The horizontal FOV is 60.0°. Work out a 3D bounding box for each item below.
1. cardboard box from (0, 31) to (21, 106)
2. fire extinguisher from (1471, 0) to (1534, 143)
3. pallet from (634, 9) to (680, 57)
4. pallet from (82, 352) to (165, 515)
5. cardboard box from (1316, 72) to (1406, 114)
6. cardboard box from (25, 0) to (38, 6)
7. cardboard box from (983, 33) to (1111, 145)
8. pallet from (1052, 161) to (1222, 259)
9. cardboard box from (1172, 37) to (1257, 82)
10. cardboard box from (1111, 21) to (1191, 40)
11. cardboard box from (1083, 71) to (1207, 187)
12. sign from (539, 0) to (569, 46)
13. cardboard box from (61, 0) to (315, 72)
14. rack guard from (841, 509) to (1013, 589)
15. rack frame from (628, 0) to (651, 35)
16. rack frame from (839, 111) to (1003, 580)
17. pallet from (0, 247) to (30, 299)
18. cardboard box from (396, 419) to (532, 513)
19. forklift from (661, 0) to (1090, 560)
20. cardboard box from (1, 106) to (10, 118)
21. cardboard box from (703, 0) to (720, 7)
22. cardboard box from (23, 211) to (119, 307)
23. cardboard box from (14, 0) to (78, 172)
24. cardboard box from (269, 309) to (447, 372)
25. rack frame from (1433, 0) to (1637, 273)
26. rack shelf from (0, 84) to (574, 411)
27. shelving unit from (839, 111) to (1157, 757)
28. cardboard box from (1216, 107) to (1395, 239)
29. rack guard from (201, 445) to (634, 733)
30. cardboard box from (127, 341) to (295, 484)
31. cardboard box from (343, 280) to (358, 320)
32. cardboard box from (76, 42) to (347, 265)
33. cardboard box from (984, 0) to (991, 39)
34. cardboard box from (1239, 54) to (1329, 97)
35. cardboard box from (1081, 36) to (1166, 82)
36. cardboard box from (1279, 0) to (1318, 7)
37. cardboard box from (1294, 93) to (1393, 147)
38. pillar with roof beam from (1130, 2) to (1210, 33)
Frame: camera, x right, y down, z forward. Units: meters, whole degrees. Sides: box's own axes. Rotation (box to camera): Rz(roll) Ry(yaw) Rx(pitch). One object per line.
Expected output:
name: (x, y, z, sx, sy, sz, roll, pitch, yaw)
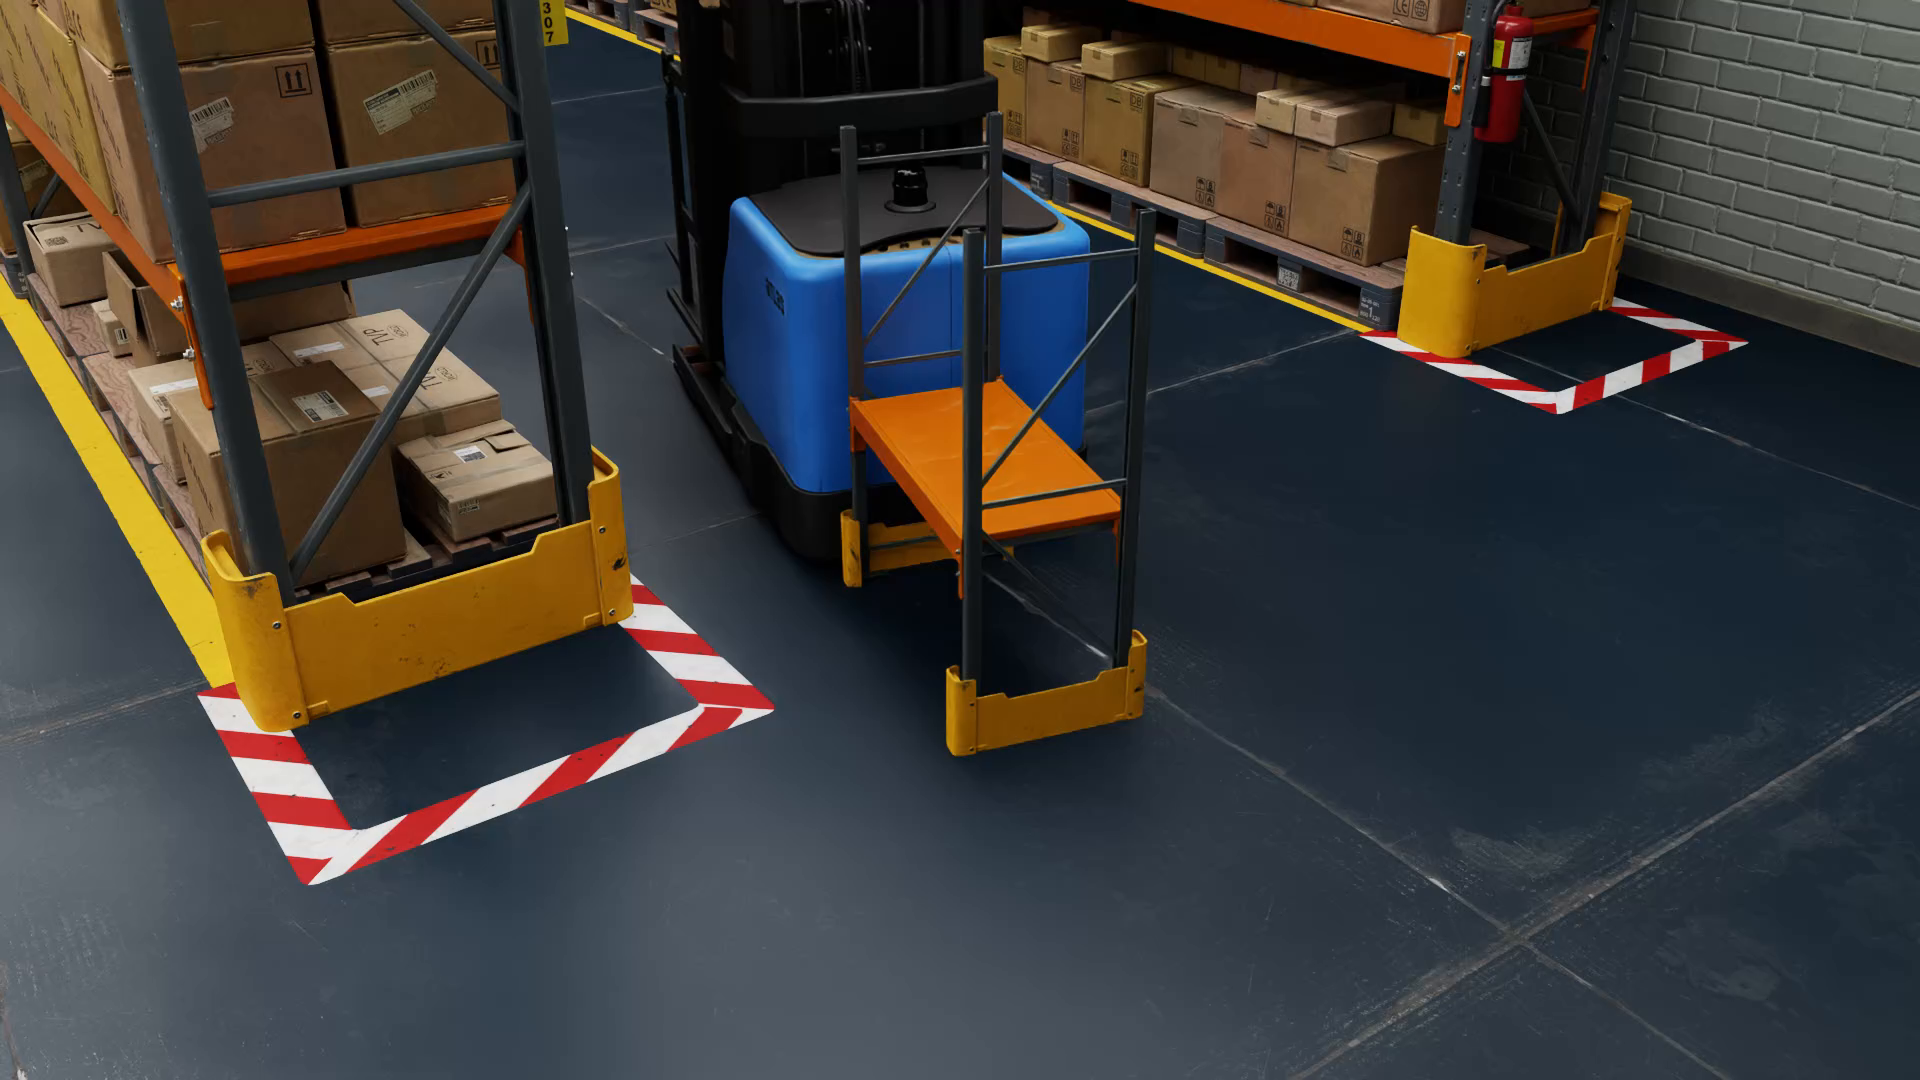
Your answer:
cardboard box: (-3.210, -1.888, 5.978, 0.500, 0.500, 0.500, -19, 34, -31)
fire extinguisher: (2.193, -1.944, 6.658, 0.296, 0.674, 0.183, -19, 34, -31)
pallet: (-1.763, -3.886, 12.683, 1.003, 0.211, 1.213, -19, 34, -31)
pallet: (-2.762, -0.543, 6.529, 1.003, 0.211, 1.213, -19, 34, -31)
cardboard box: (1.935, -2.147, 8.060, 0.380, 0.149, 0.250, -19, 34, -31)
cardboard box: (-2.632, -1.932, 5.012, 0.500, 0.500, 0.500, -18, 33, -29)
cardboard box: (0.512, -2.650, 9.666, 0.700, 0.500, 0.500, -18, 33, -30)
pallet: (1.251, -1.866, 8.965, 1.003, 0.211, 1.213, -19, 34, -31)
cardboard box: (1.346, -2.542, 8.786, 0.380, 0.149, 0.250, -19, 34, -31)
cardboard box: (1.050, -2.740, 9.152, 0.380, 0.149, 0.250, -20, 34, -32)
cardboard box: (1.096, -2.254, 8.936, 0.700, 0.500, 0.500, -18, 33, -30)
sign: (-1.109, -1.486, 4.436, 0.100, 0.325, 0.005, -19, 34, -31)
cardboard box: (-2.033, -1.536, 4.282, 0.500, 0.500, 0.500, -19, 34, -31)
rack guard: (-0.103, -0.014, 5.514, 0.587, 0.250, 0.087, -10, 30, -18)
rack frame: (-2.159, -5.438, 12.621, 1.000, 3.000, 0.127, -19, 34, -31)
rack frame: (-0.110, -0.572, 5.232, 0.500, 1.500, 0.032, -10, 30, -18)
pallet: (-4.374, -1.591, 8.458, 1.003, 0.211, 1.213, -19, 34, -31)
cardboard box: (-1.659, -0.259, 5.591, 0.380, 0.166, 0.250, -19, 34, -31)
forklift: (-0.554, -1.909, 6.194, 1.130, 2.935, 3.031, -10, 30, -18)
cardboard box: (-4.671, -1.912, 8.286, 0.500, 0.500, 0.500, -19, 34, -30)
cardboard box: (-1.336, -4.014, 11.810, 0.750, 0.750, 0.750, -19, 34, -31)
cardboard box: (-3.804, -1.299, 7.356, 0.500, 0.311, 0.500, -19, 34, -31)
cardboard box: (-2.621, -1.494, 5.254, 0.500, 0.500, 0.500, -18, 34, -30)
cardboard box: (-2.216, -0.619, 6.167, 0.500, 0.250, 0.500, -19, 34, -31)
rack frame: (2.482, -2.328, 6.894, 1.000, 3.000, 0.127, -19, 34, -31)
rack shelf: (-2.711, -1.417, 5.970, 1.077, 0.370, 4.000, -19, 34, -31)
shelving unit: (0.071, -0.341, 4.806, 0.587, 1.500, 1.083, -10, 30, -18)
cardboard box: (1.704, -1.853, 8.199, 0.700, 0.500, 0.500, -19, 34, -31)
rack guard: (-1.595, 0.113, 5.017, 1.175, 0.500, 0.348, -19, 34, -31)
cardboard box: (-2.594, -0.461, 5.877, 0.500, 0.250, 0.500, -19, 34, -31)
cardboard box: (-2.875, -1.088, 6.966, 0.500, 0.311, 0.500, -19, 34, -31)
cardboard box: (-2.033, -1.098, 4.524, 0.500, 0.500, 0.500, -18, 33, -29)
cardboard box: (-0.321, -3.340, 10.569, 0.750, 0.750, 0.750, -18, 33, -30)
cardboard box: (1.642, -2.343, 8.421, 0.380, 0.149, 0.250, -18, 33, -30)
cardboard box: (0.865, -2.549, 8.800, 0.380, 0.149, 0.250, -20, 34, -32)
cardboard box: (1.747, -2.935, 7.698, 0.980, 0.700, 0.700, -19, 34, -31)
cardboard box: (1.771, -1.943, 7.685, 0.380, 0.149, 0.250, -19, 34, -31)
pillar with roof beam: (-2.235, -5.295, 6.071, 9.100, 9.000, 0.400, -19, 34, -31)
